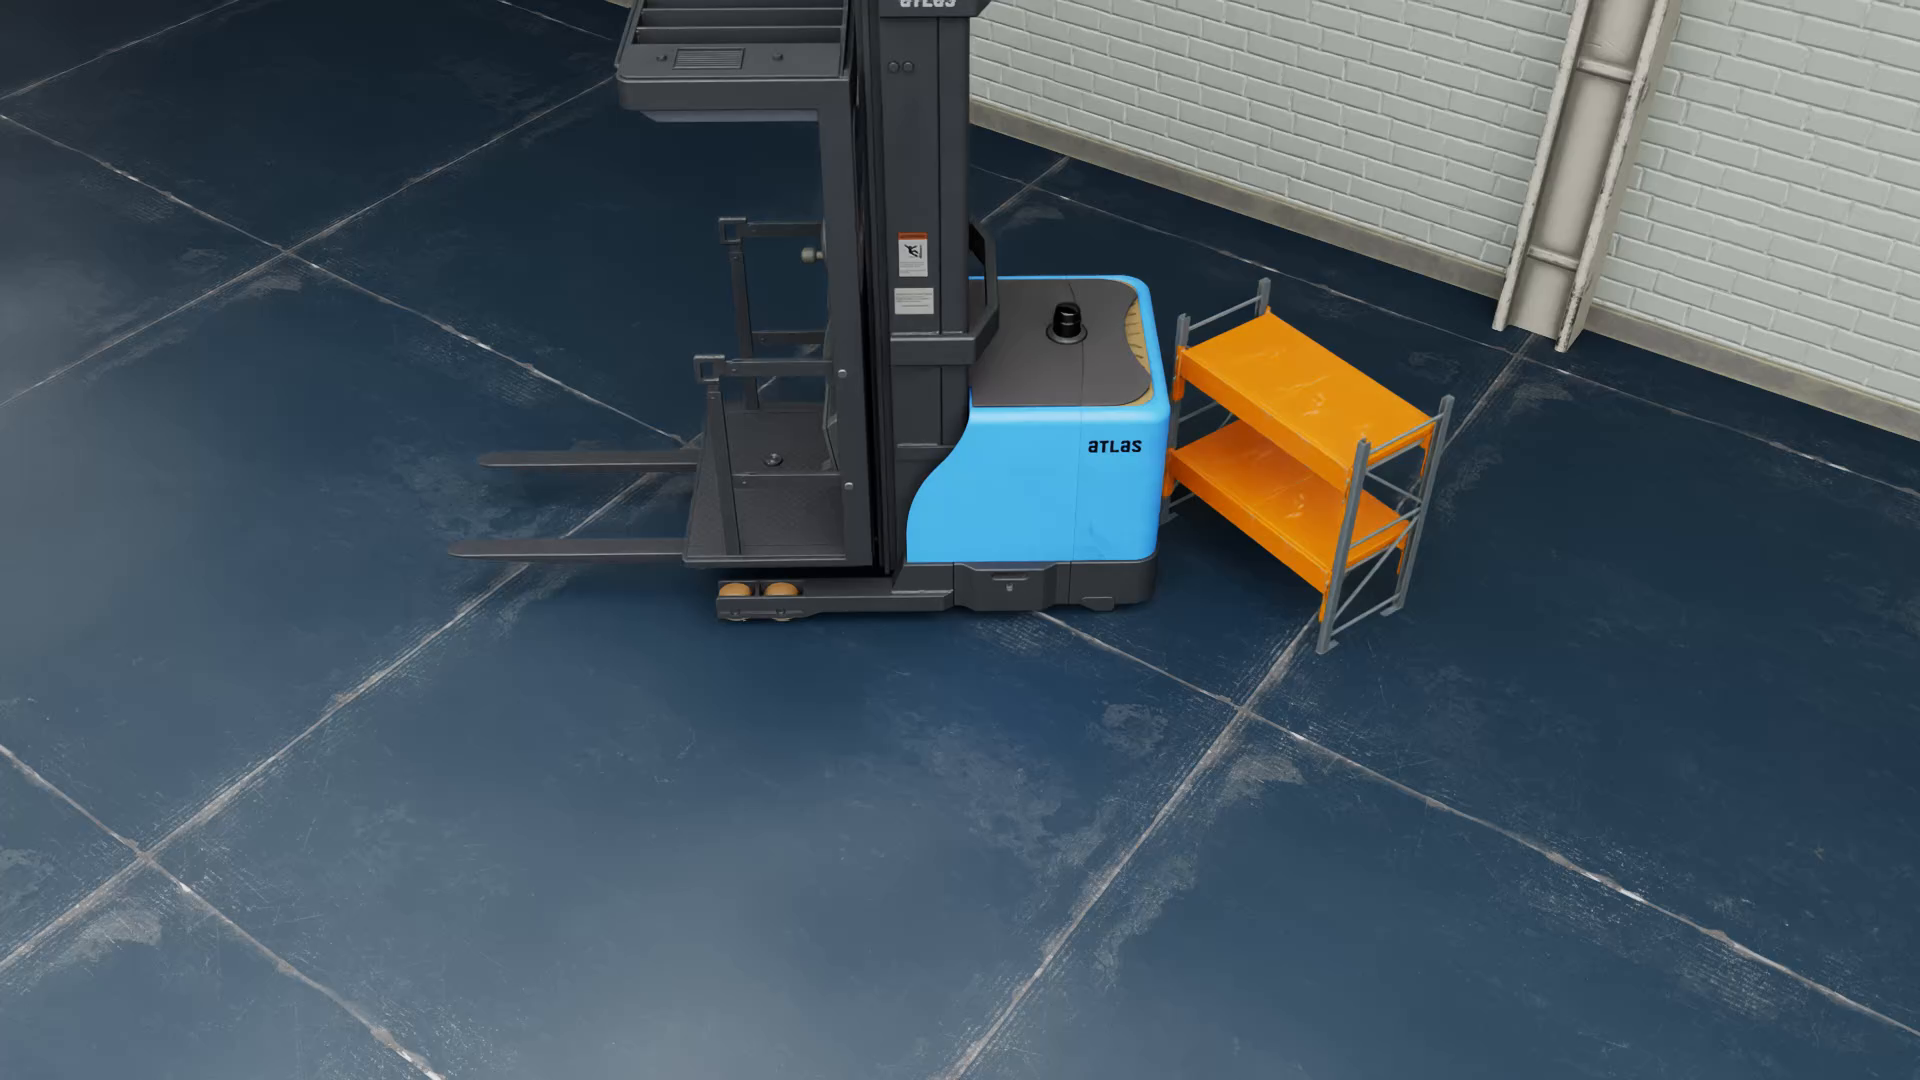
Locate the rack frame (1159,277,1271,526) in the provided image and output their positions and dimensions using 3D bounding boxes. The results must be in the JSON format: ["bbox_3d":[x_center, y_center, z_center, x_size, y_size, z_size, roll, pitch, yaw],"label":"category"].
[{"bbox_3d":[1.107,-0.591,7.315,0.500,1.125,0.032,-26,48,-26],"label":"rack frame"}]

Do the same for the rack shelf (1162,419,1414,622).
[{"bbox_3d":[1.405,-0.133,7.170,0.538,0.278,1.000,-26,48,-26],"label":"rack shelf"}]

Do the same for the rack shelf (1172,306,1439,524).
[{"bbox_3d":[1.405,-0.534,6.812,0.538,0.278,1.000,-26,48,-26],"label":"rack shelf"}]

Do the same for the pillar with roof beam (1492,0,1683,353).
[{"bbox_3d":[0.573,-2.127,3.127,0.400,9.000,9.100,25,48,25],"label":"pillar with roof beam"}]

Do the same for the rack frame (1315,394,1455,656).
[{"bbox_3d":[1.702,-0.041,6.700,0.500,1.125,0.032,-26,48,-26],"label":"rack frame"}]

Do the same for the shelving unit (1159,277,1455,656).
[{"bbox_3d":[1.405,-0.316,7.007,0.538,1.125,1.048,-26,48,-26],"label":"shelving unit"}]

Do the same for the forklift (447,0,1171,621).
[{"bbox_3d":[-0.681,-1.104,6.534,3.031,2.935,1.130,-1,42,-1],"label":"forklift"}]
